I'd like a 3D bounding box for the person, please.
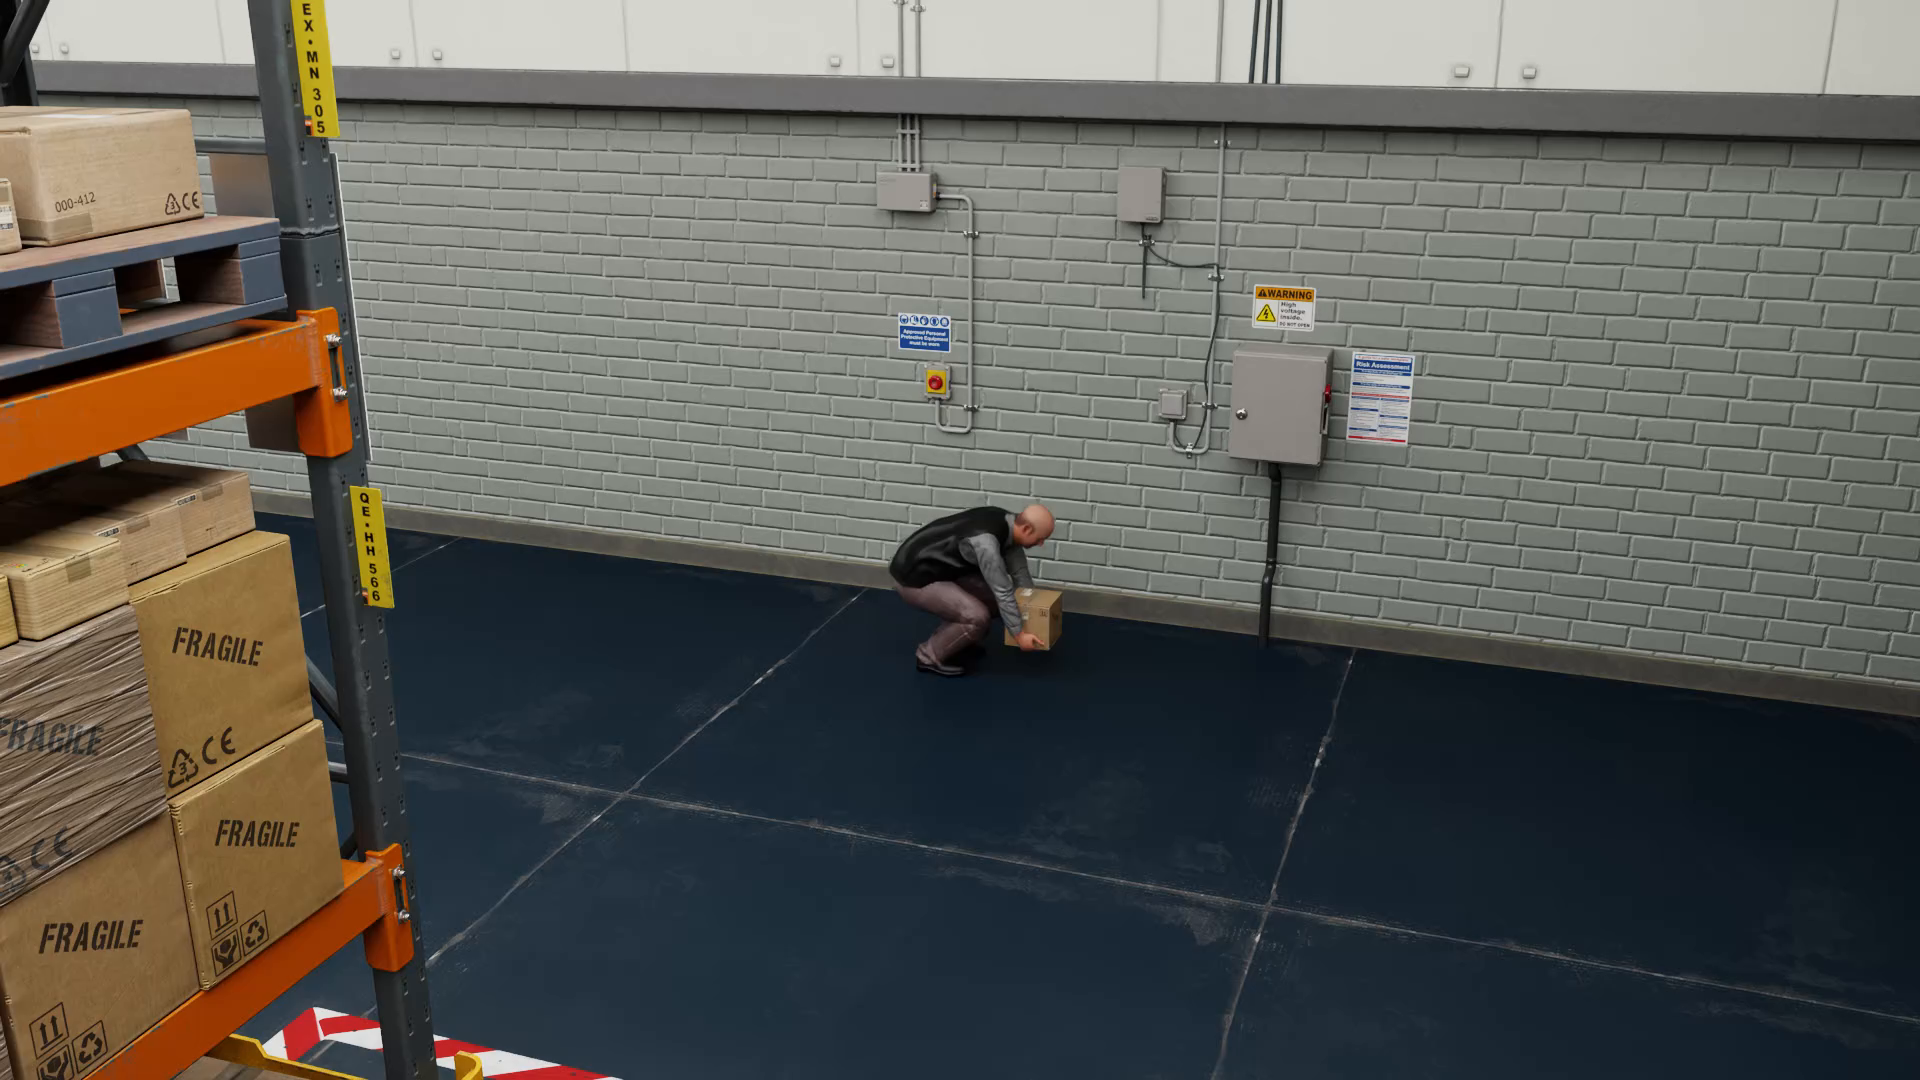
[{"bbox_3d":[0.076,0.249,9.078,0.896,0.956,0.509,6,19,17],"label":"person"}]
